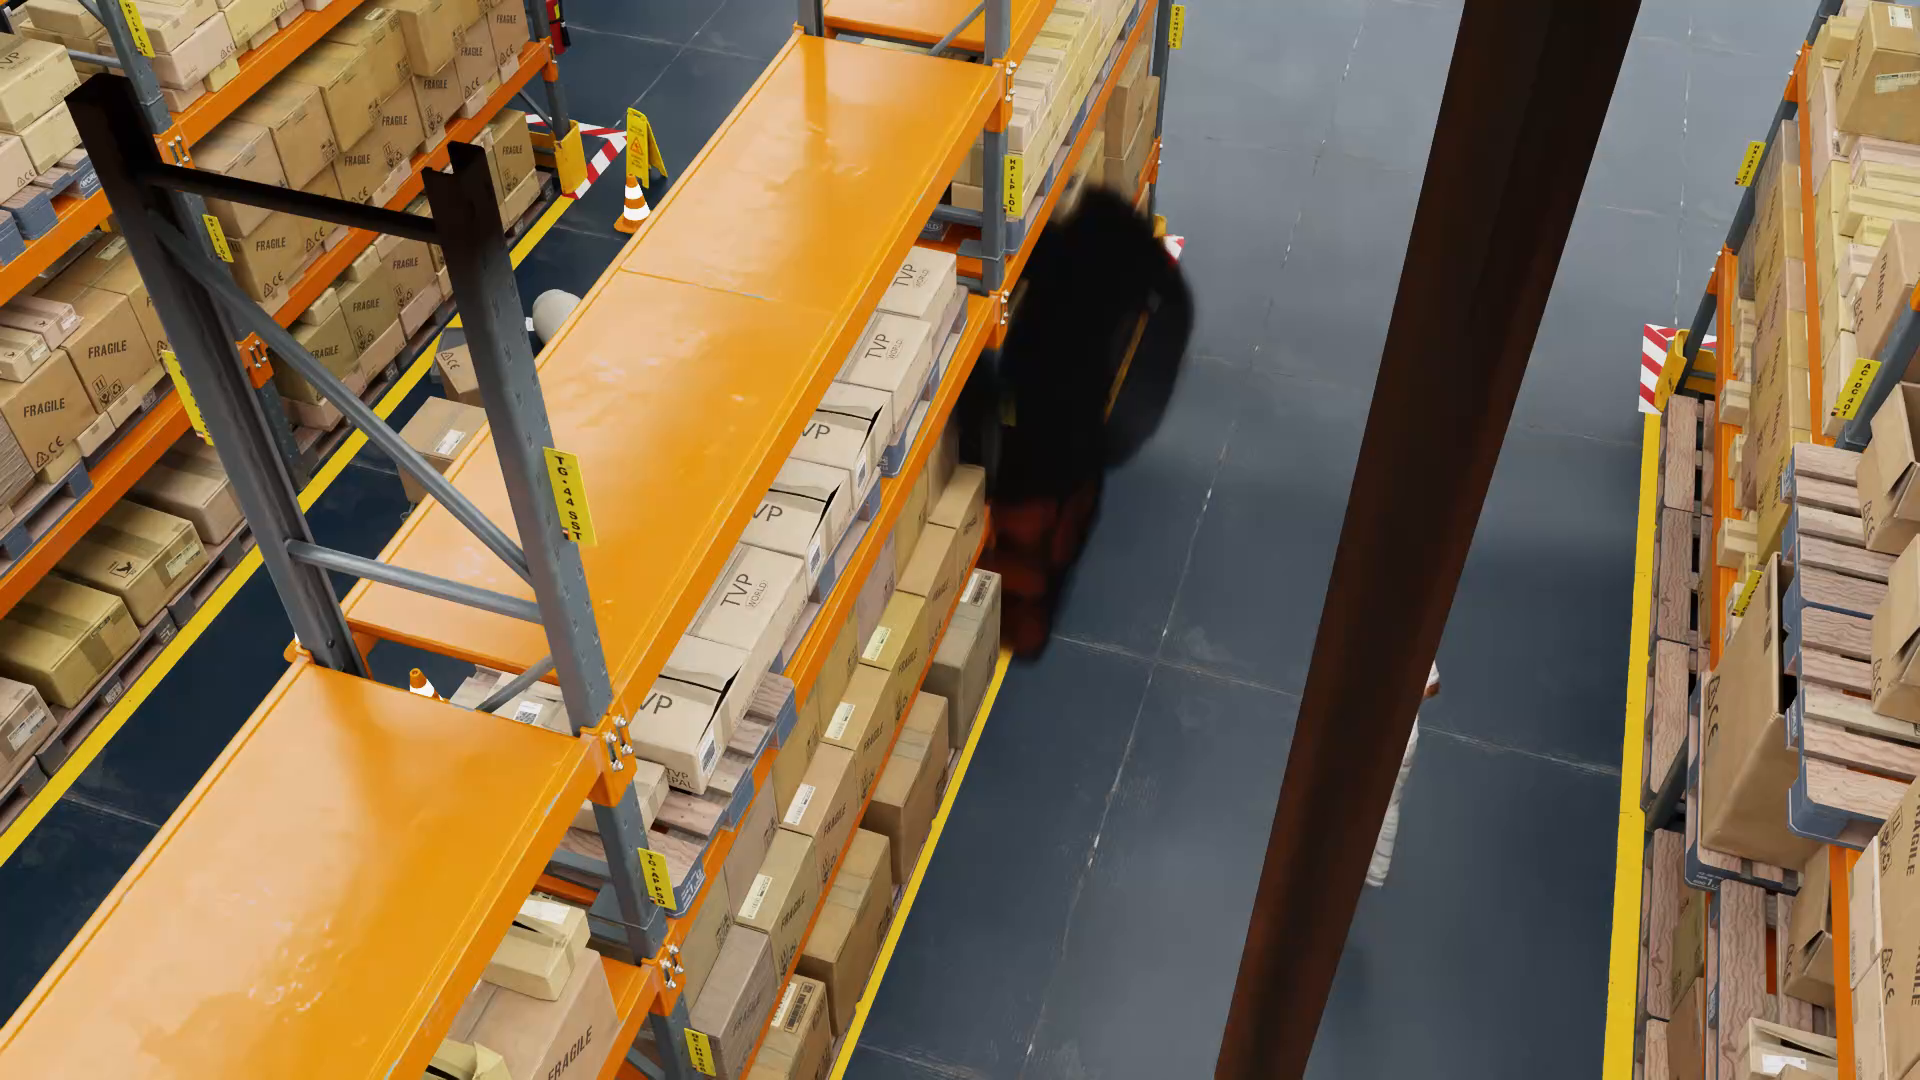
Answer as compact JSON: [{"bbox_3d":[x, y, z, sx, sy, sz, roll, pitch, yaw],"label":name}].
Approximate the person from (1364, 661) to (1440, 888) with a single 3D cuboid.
[{"bbox_3d":[2.129,1.057,8.629,0.638,1.647,0.975,-3,46,-3],"label":"person"}]
